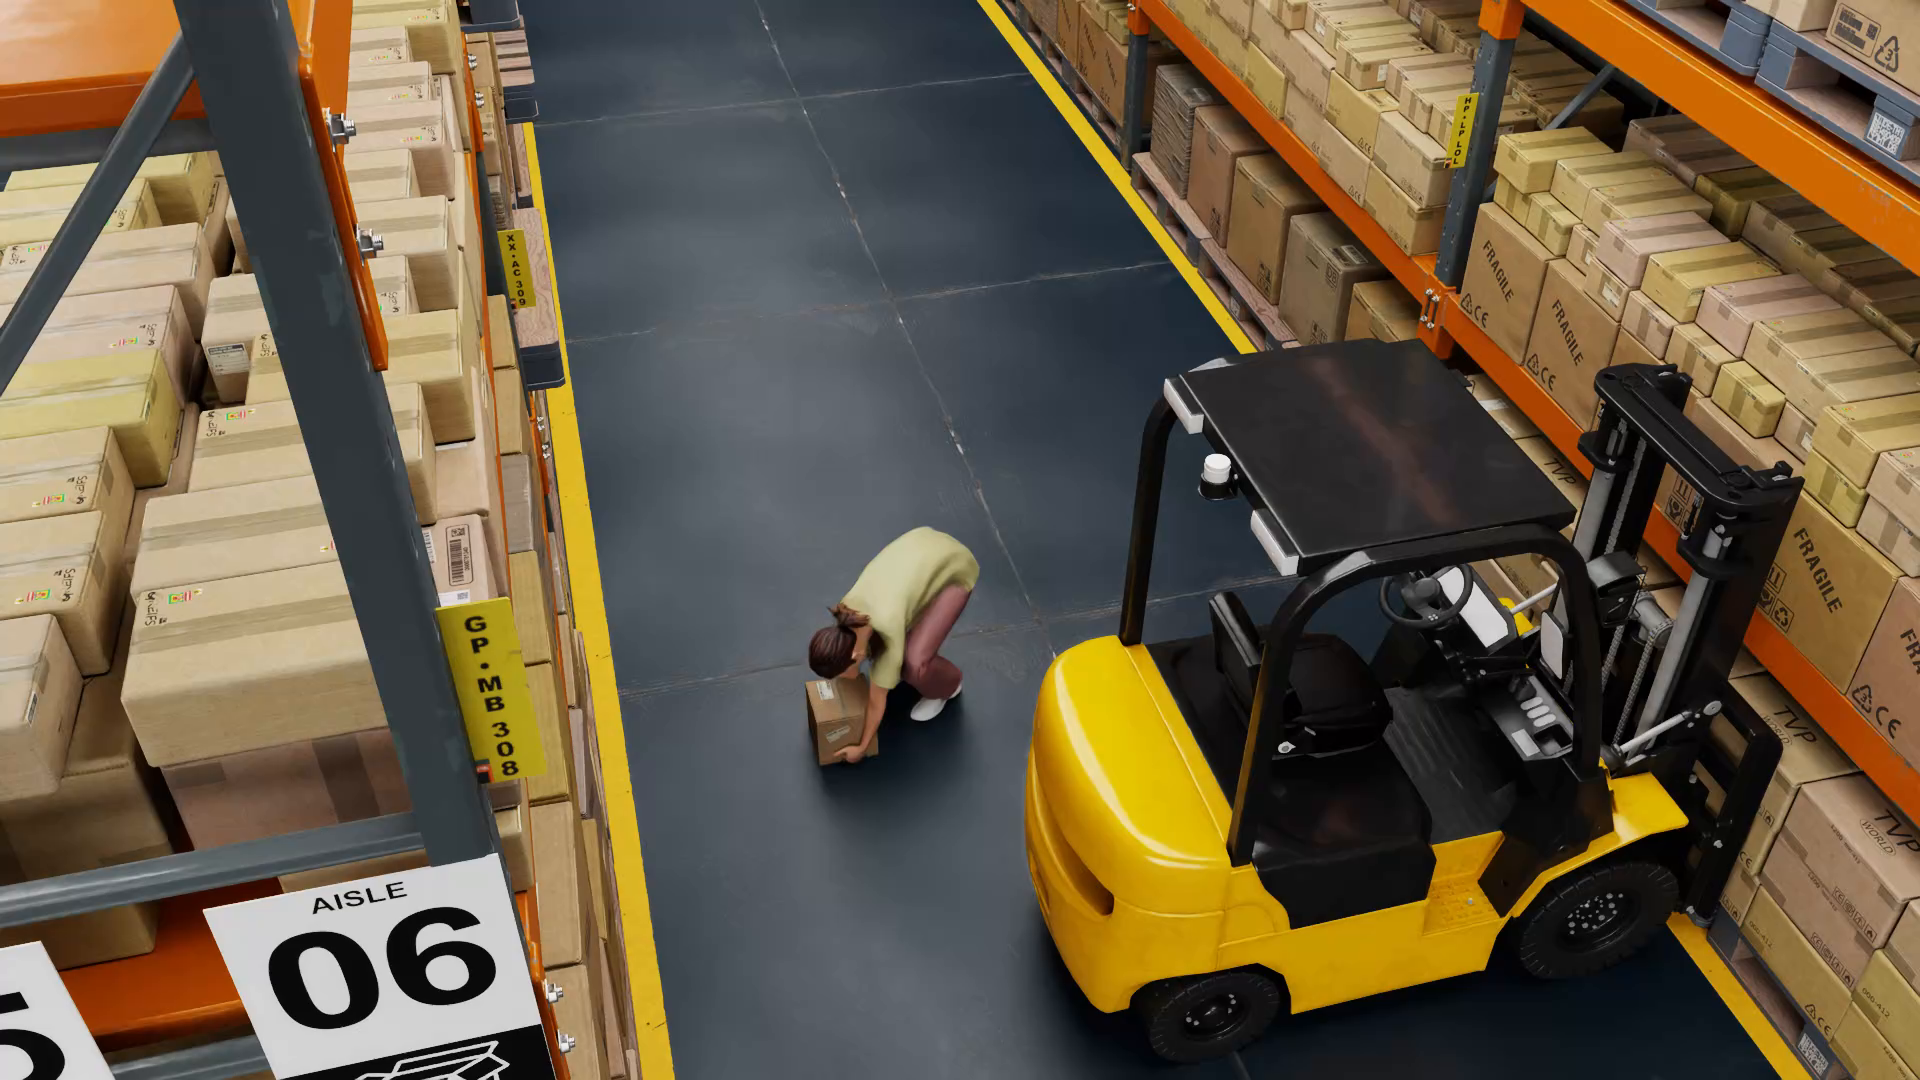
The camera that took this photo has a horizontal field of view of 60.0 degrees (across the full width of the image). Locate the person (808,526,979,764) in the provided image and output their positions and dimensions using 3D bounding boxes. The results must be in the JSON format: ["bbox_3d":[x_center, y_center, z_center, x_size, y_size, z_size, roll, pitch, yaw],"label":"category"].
[{"bbox_3d":[-0.290,0.434,6.915,0.474,0.831,0.862,31,48,33],"label":"person"}]
